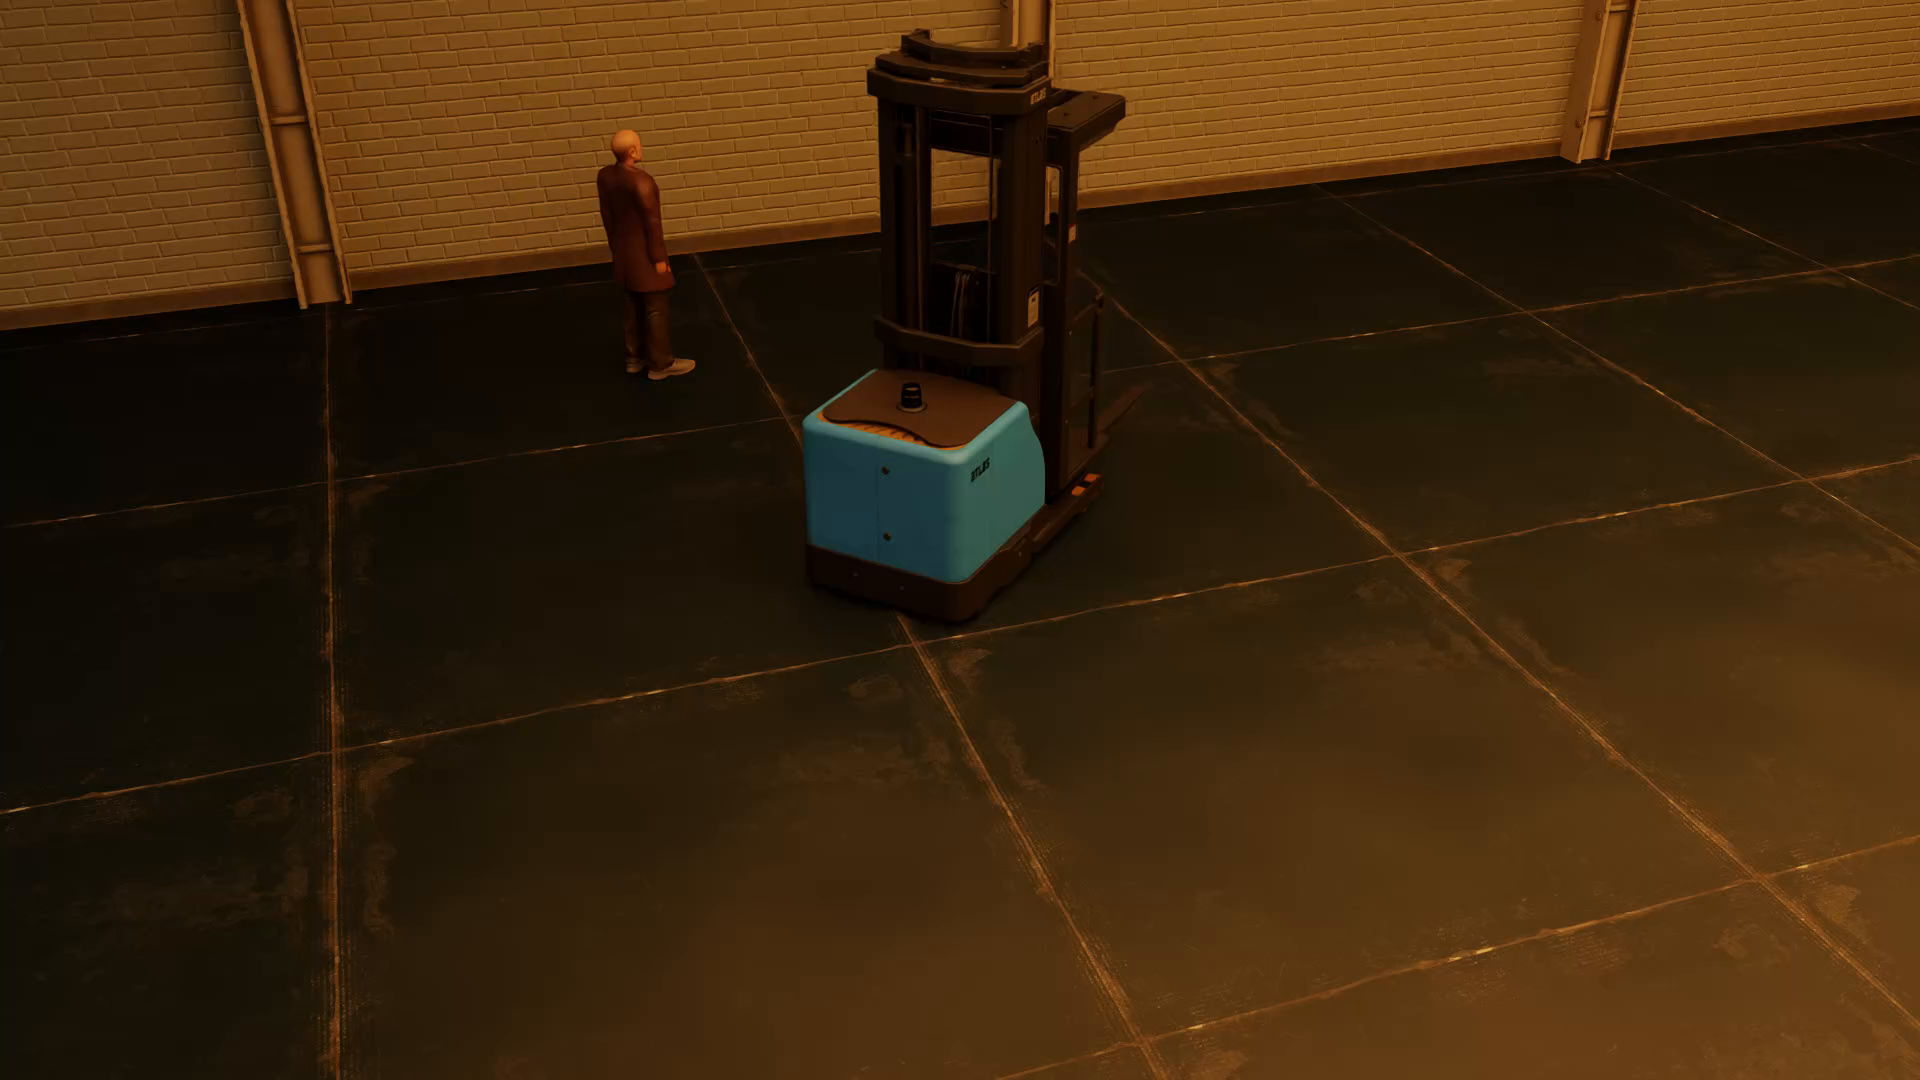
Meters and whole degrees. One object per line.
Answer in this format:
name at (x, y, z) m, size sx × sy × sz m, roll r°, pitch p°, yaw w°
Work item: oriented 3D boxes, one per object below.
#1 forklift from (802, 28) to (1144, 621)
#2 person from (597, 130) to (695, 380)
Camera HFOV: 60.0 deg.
forklift at (0.257, -1.533, 9.752) m, size 1.130 × 2.935 × 3.031 m, roll 15°, pitch 33°, yaw 24°
person at (-2.244, -2.033, 11.773) m, size 0.548 × 1.782 × 0.388 m, roll 22°, pitch 36°, yaw 33°
